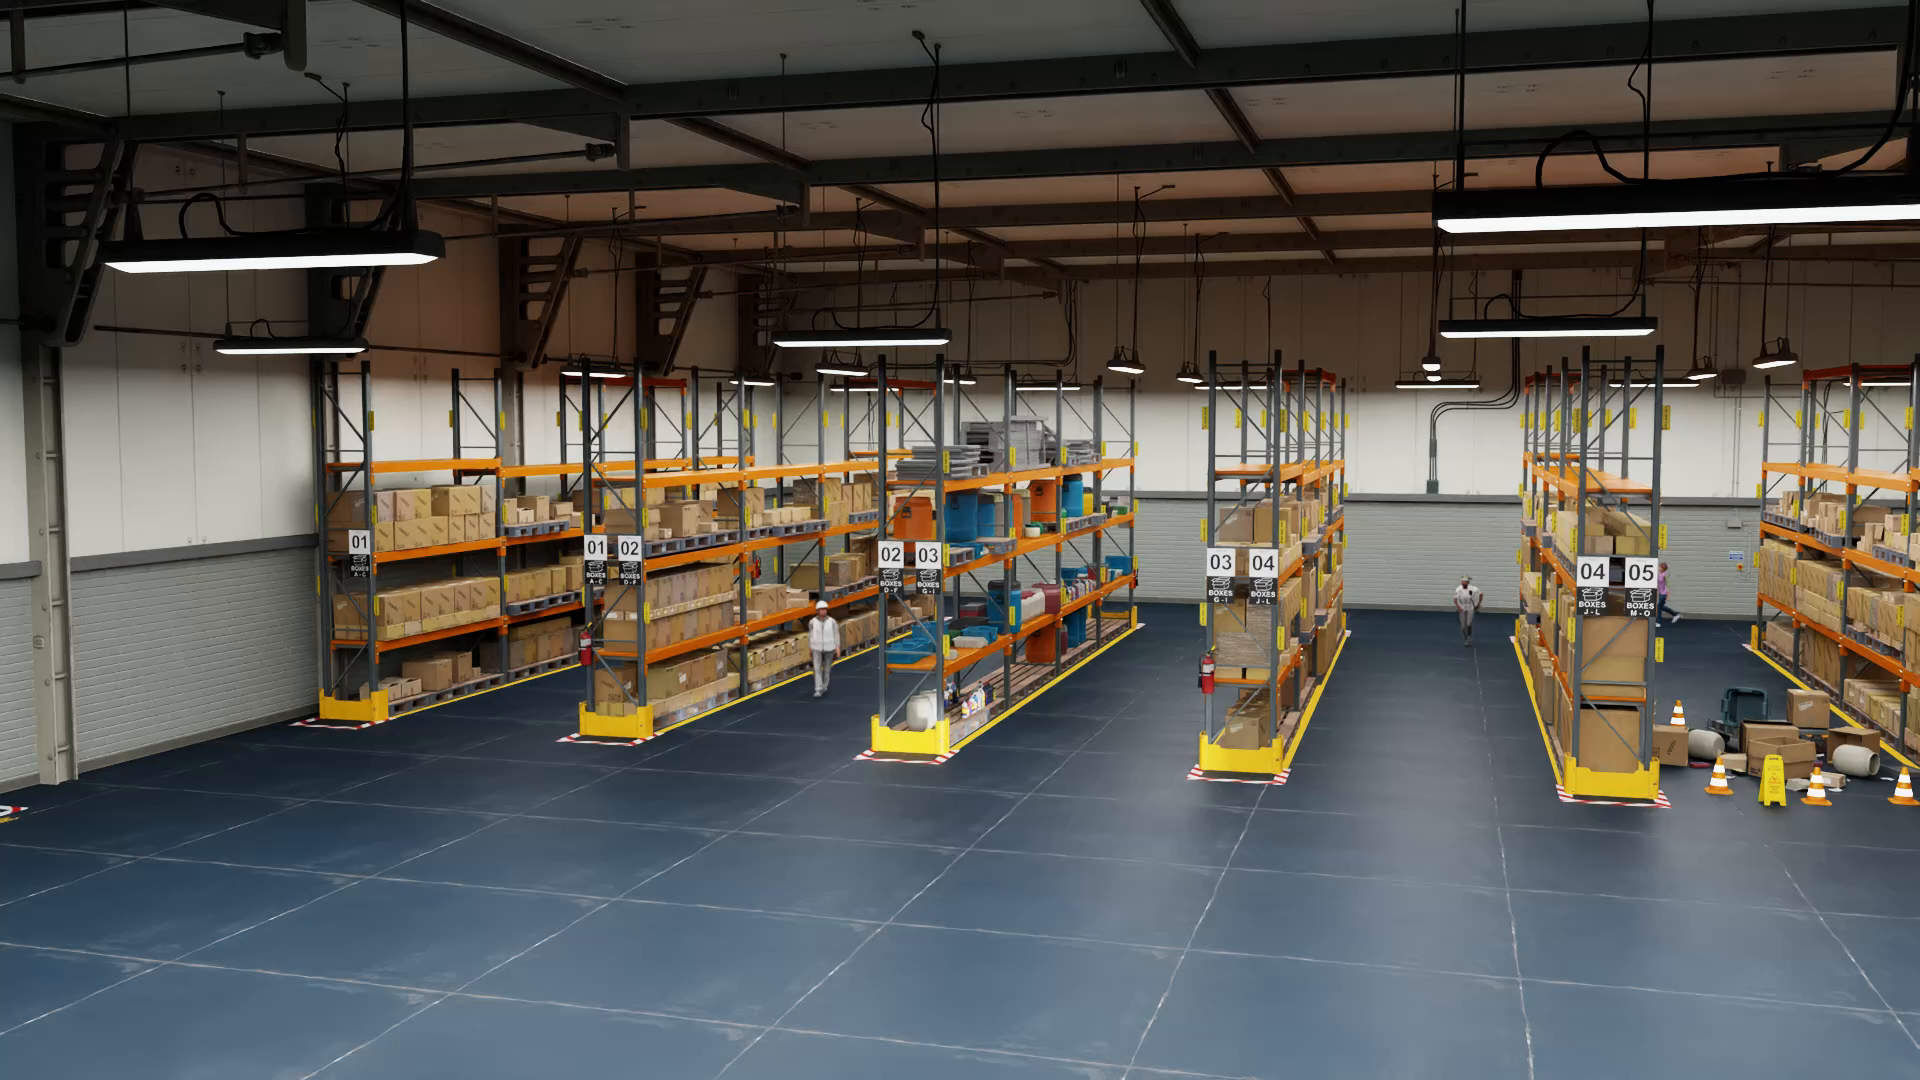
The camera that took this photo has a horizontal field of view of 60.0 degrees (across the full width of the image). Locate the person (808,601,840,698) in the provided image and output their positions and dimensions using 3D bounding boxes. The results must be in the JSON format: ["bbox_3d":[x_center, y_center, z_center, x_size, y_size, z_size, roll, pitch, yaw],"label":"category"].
[{"bbox_3d":[-2.467,1.972,30.194,0.570,1.717,1.061,0,4,-6],"label":"person"}]

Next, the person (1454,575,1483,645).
[{"bbox_3d":[11.336,1.558,37.077,0.618,1.600,0.732,2,5,26],"label":"person"}]

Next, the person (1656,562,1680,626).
[{"bbox_3d":[17.144,1.316,40.413,0.764,1.569,0.415,0,4,4],"label":"person"}]
